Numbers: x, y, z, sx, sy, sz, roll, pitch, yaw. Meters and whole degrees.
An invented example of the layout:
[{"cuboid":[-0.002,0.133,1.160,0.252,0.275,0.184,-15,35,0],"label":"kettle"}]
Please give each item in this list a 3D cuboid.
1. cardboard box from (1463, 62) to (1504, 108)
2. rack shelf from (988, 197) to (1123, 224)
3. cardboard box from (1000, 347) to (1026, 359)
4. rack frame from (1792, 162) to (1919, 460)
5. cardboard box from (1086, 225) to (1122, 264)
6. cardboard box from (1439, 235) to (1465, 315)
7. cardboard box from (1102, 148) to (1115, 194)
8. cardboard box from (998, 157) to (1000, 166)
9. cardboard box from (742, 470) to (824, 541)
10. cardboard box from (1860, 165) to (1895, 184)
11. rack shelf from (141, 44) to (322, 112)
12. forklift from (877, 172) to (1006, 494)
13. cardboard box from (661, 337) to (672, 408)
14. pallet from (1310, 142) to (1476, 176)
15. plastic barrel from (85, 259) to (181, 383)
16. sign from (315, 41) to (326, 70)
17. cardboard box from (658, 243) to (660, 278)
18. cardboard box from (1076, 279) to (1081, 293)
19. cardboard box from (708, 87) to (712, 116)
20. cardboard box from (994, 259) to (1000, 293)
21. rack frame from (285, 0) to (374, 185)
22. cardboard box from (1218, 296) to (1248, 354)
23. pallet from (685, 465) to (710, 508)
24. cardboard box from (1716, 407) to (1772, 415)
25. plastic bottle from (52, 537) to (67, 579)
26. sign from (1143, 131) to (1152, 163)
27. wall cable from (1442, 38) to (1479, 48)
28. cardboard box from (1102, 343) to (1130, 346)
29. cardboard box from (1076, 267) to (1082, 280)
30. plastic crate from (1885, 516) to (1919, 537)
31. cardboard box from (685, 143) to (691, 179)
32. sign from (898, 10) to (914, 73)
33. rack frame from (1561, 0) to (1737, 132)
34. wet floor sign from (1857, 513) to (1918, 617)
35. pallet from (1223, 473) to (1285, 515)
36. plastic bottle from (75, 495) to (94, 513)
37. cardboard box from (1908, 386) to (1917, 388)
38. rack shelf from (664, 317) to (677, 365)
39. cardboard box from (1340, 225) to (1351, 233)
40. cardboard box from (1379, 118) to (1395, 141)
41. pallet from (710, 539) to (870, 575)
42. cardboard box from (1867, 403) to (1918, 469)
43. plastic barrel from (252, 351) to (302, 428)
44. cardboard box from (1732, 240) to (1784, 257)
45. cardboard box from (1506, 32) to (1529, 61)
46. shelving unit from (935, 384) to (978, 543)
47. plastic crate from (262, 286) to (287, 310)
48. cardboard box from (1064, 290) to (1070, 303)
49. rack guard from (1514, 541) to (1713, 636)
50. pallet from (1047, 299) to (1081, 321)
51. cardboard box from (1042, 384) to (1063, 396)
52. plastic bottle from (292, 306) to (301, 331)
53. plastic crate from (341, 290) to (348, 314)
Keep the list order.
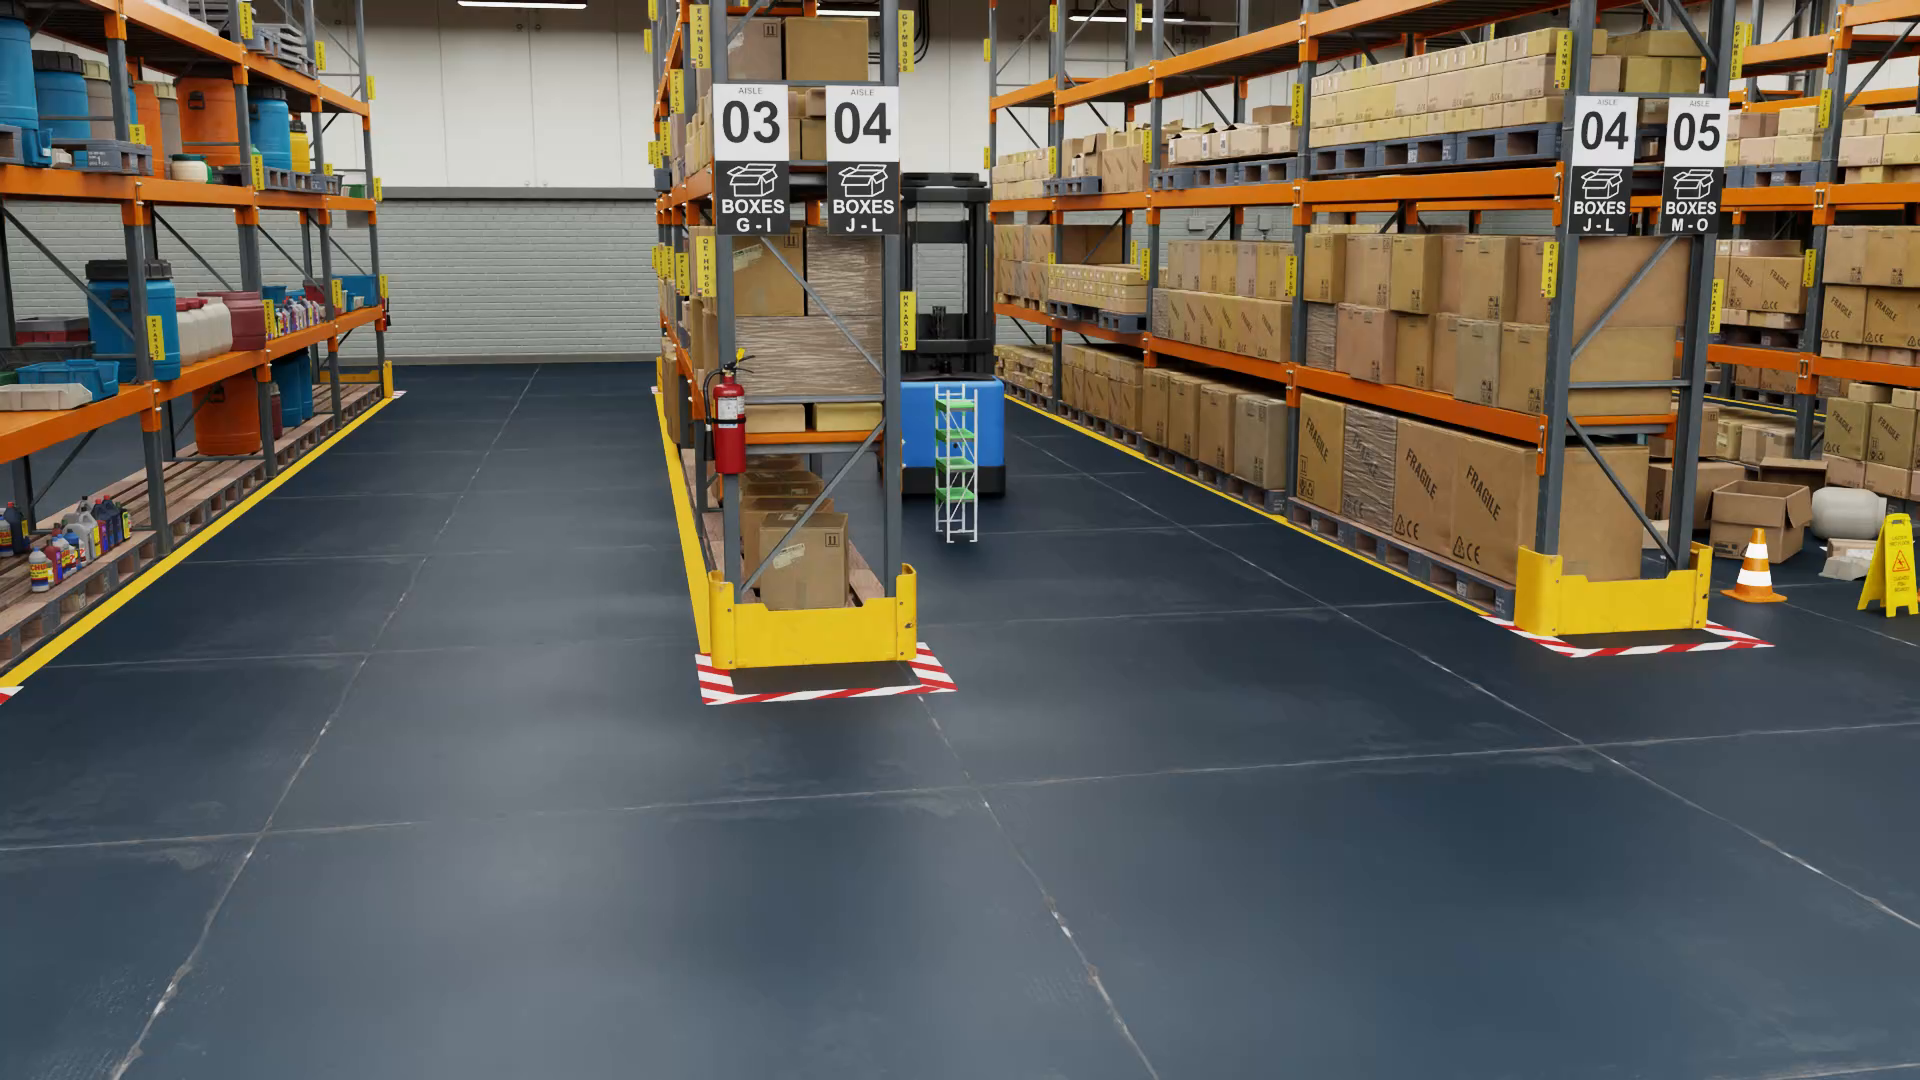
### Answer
[{"cuboid":[3.587,-2.916,10.686,0.500,0.250,0.500,-2,11,-11],"label":"cardboard box"},{"cuboid":[1.330,-4.631,23.406,1.077,0.370,4.000,-2,11,-11],"label":"rack shelf"},{"cuboid":[0.804,-2.770,24.638,0.380,0.149,0.250,-2,11,-11],"label":"cardboard box"},{"cuboid":[8.110,-1.875,15.026,1.000,3.000,0.127,-2,11,-11],"label":"rack frame"},{"cuboid":[1.870,-3.922,22.042,0.500,0.500,0.500,-2,11,-10],"label":"cardboard box"},{"cuboid":[3.845,-1.822,11.456,0.875,0.550,0.550,-2,11,-11],"label":"cardboard box"},{"cuboid":[1.933,-4.211,19.011,0.500,0.500,0.500,-2,11,-11],"label":"cardboard box"},{"cuboid":[0.780,-5.651,24.840,0.380,0.149,0.250,-2,11,-11],"label":"cardboard box"},{"cuboid":[-1.255,-0.203,11.800,0.500,0.500,0.500,-3,11,-16],"label":"cardboard box"},{"cuboid":[7.924,-3.109,14.158,0.380,0.149,0.250,-2,11,-11],"label":"cardboard box"},{"cuboid":[-7.636,-4.832,17.512,1.077,0.370,4.000,-2,11,-11],"label":"rack shelf"},{"cuboid":[-0.244,-2.074,16.255,1.130,2.935,3.031,-1,11,-6],"label":"forklift"},{"cuboid":[-3.022,-2.028,20.388,1.225,0.875,0.875,-2,11,-11],"label":"cardboard box"},{"cuboid":[3.423,-2.956,12.920,1.003,0.211,1.213,-2,11,-11],"label":"pallet"},{"cuboid":[-6.247,-1.663,12.570,0.600,0.901,0.708,-2,11,-11],"label":"plastic barrel"},{"cuboid":[-7.485,-5.666,19.457,0.100,0.325,0.005,-2,11,-11],"label":"sign"},{"cuboid":[-4.019,-3.967,23.616,0.500,0.500,0.500,-2,11,-12],"label":"cardboard box"},{"cuboid":[1.604,-3.043,19.917,0.380,0.149,0.250,-2,11,-12],"label":"cardboard box"},{"cuboid":[-1.193,-2.416,9.182,0.380,0.149,0.250,-2,11,-11],"label":"cardboard box"},{"cuboid":[0.757,-3.980,25.024,0.500,0.500,0.500,-2,11,-8],"label":"cardboard box"},{"cuboid":[-8.803,-6.483,23.189,1.000,3.000,0.127,-2,11,-11],"label":"rack frame"},{"cuboid":[2.714,-1.997,15.399,0.500,0.500,0.500,-2,11,-10],"label":"cardboard box"},{"cuboid":[-2.004,-0.512,15.321,1.003,0.211,1.213,-2,11,-11],"label":"pallet"},{"cuboid":[7.726,-1.146,17.099,0.950,0.372,0.625,-2,11,-9],"label":"cardboard box"},{"cuboid":[-5.804,0.116,10.683,0.097,0.271,0.097,0,11,0],"label":"plastic bottle"},{"cuboid":[1.964,-4.118,17.407,0.100,0.325,0.005,-2,11,-11],"label":"sign"},{"cuboid":[10.803,-11.018,32.144,2.988,3.039,0.133,-2,11,-11],"label":"wall cable"},{"cuboid":[2.111,-2.363,21.147,0.500,0.250,0.500,-2,11,-13],"label":"cardboard box"},{"cuboid":[1.596,-3.193,19.907,0.380,0.149,0.250,-2,11,-9],"label":"cardboard box"},{"cuboid":[7.611,-0.123,13.629,0.402,0.080,0.583,-6,13,-31],"label":"plastic crate"},{"cuboid":[-1.774,-2.823,12.384,0.500,0.250,0.500,-3,11,-13],"label":"cardboard box"},{"cuboid":[-0.300,-2.704,9.020,0.100,0.325,0.005,-2,11,-11],"label":"sign"},{"cuboid":[4.052,-3.890,9.568,1.000,3.000,0.127,-2,11,-11],"label":"rack frame"},{"cuboid":[6.000,0.147,10.699,0.267,0.644,0.232,-4,12,-21],"label":"wet floor sign"},{"cuboid":[3.050,-0.446,14.973,1.003,0.211,1.213,-2,11,-11],"label":"pallet"},{"cuboid":[-6.202,-0.137,11.800,0.144,0.351,0.185,-2,11,-11],"label":"plastic bottle"},{"cuboid":[11.907,-1.838,20.393,0.500,0.500,0.500,-2,11,-9],"label":"cardboard box"},{"cuboid":[-2.777,-2.262,18.982,1.077,0.370,4.000,-2,11,-11],"label":"rack shelf"},{"cuboid":[5.834,-4.574,24.528,0.380,0.149,0.250,-2,11,-12],"label":"cardboard box"},{"cuboid":[3.261,-2.970,12.035,0.380,0.149,0.250,-2,11,-11],"label":"cardboard box"},{"cuboid":[-1.204,0.201,11.575,1.003,0.211,1.213,-2,11,-11],"label":"pallet"},{"cuboid":[8.076,-0.883,14.040,0.500,0.500,0.500,-2,11,-9],"label":"cardboard box"},{"cuboid":[-7.798,-1.747,18.842,0.600,0.901,0.708,-2,11,-11],"label":"plastic barrel"},{"cuboid":[7.652,-2.798,15.952,0.380,0.149,0.250,-2,11,-13],"label":"cardboard box"},{"cuboid":[3.607,-3.036,10.249,0.380,0.149,0.250,-2,11,-11],"label":"cardboard box"},{"cuboid":[-0.032,-0.620,13.244,0.258,1.200,0.503,-2,11,-11],"label":"shelving unit"},{"cuboid":[-8.450,-2.897,20.276,0.392,0.384,0.575,-2,11,-11],"label":"plastic crate"},{"cuboid":[1.496,-2.995,20.459,0.380,0.149,0.250,-2,11,-10],"label":"cardboard box"},{"cuboid":[4.057,0.289,10.339,1.175,0.500,0.348,-2,11,-11],"label":"rack guard"},{"cuboid":[1.724,-2.904,20.945,1.003,0.211,1.213,-2,11,-11],"label":"pallet"},{"cuboid":[1.308,-2.009,22.232,0.380,0.149,0.250,-2,11,-10],"label":"cardboard box"},{"cuboid":[-7.391,-2.454,18.398,0.152,0.276,0.135,-2,11,-11],"label":"plastic bottle"},{"cuboid":[-8.141,-3.060,21.407,0.437,0.282,0.530,-2,11,-11],"label":"plastic crate"}]
